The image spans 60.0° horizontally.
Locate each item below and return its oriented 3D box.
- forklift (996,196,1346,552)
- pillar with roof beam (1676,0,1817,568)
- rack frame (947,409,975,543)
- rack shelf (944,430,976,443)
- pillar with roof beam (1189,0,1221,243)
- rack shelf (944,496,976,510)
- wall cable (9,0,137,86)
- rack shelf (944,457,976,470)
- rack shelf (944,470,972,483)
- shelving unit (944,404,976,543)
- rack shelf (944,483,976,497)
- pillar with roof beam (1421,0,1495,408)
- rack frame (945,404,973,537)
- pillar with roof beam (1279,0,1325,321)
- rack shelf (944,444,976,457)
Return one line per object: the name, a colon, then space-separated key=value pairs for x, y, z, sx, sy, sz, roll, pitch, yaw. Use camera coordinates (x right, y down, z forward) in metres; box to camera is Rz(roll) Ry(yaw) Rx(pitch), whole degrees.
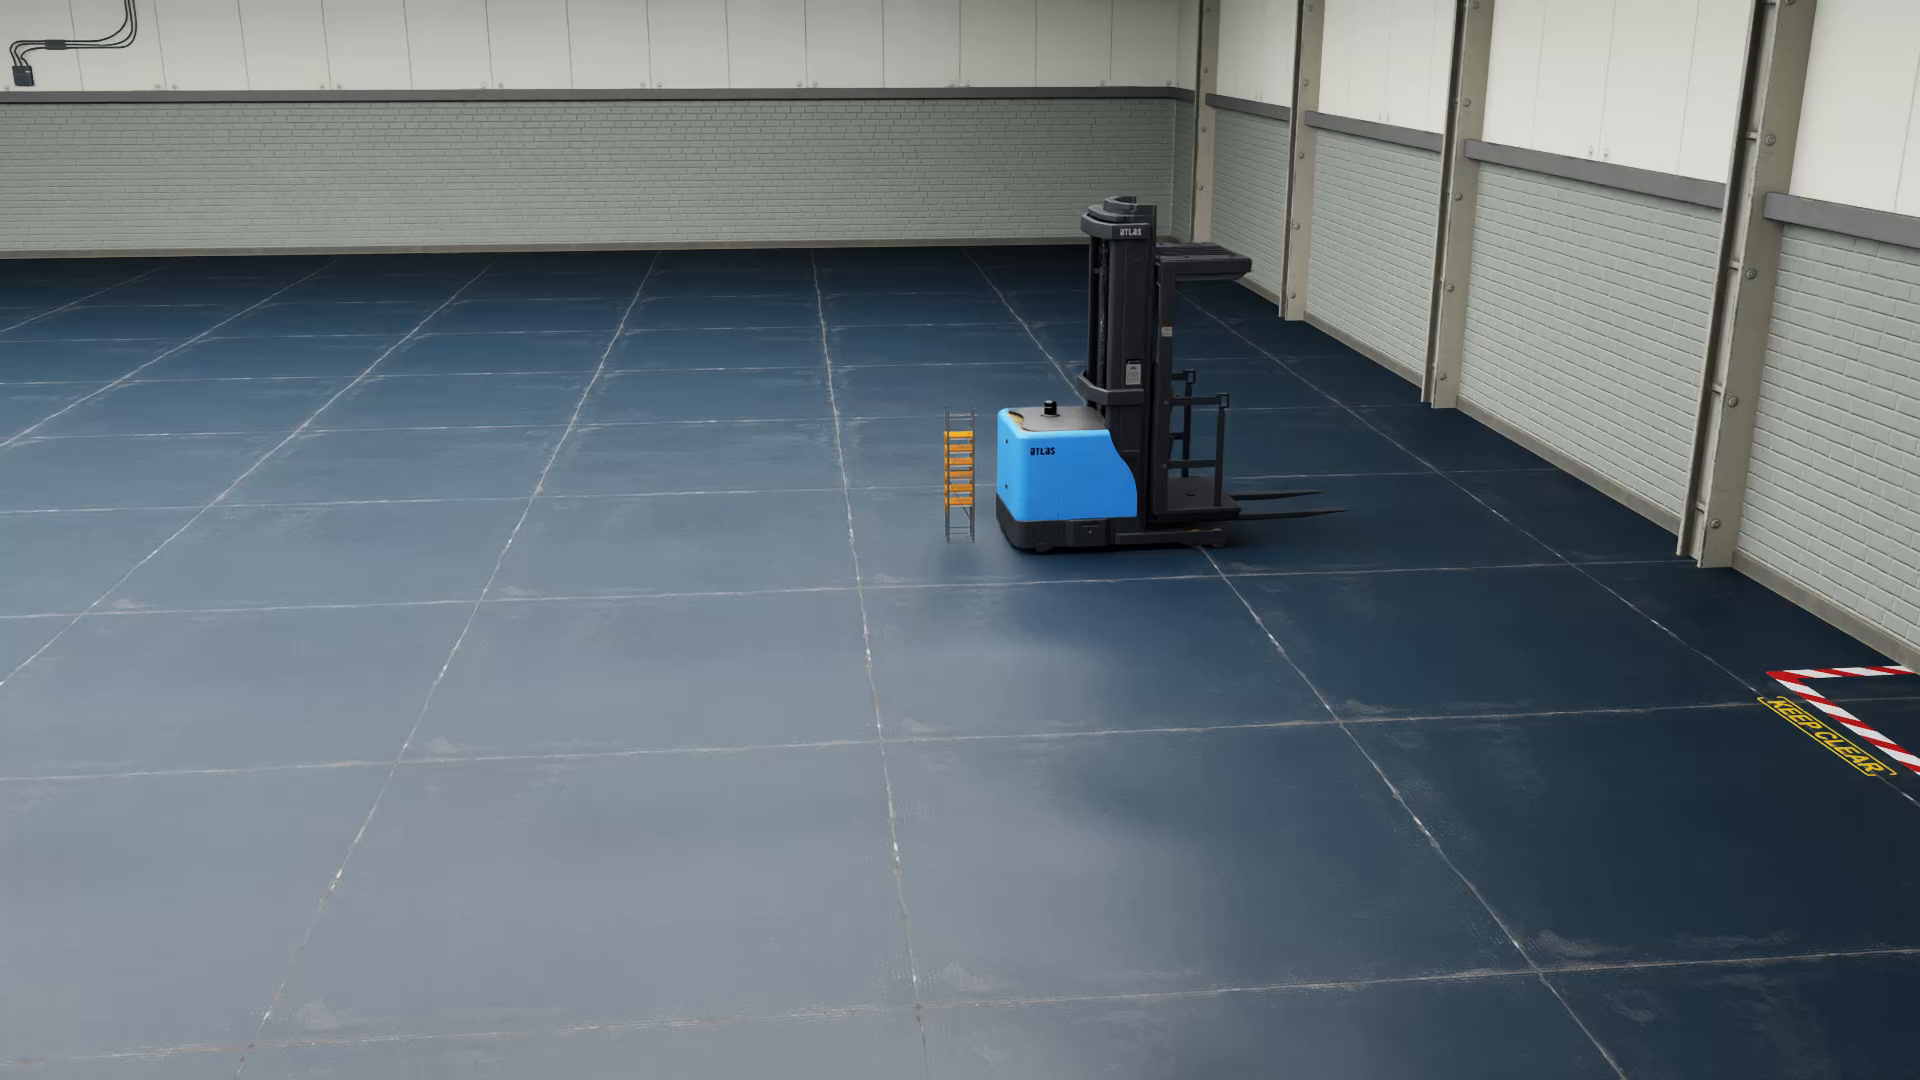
forklift: x=1.887 y=-1.479 z=14.493 sx=3.031 sy=2.935 sz=1.130 roll=-3 pitch=18 yaw=-9
pillar with roof beam: x=2.053 y=-3.991 z=12.367 sx=9.100 sy=9.000 sz=0.400 roll=-2 pitch=18 yaw=-6
rack frame: x=0.008 y=-0.550 z=14.424 sx=0.240 sy=1.200 sz=0.006 roll=-2 pitch=18 yaw=-6
rack shelf: x=-0.002 y=-0.878 z=14.417 sx=0.258 sy=0.103 sz=0.180 roll=-2 pitch=18 yaw=-6
pillar with roof beam: x=0.197 y=-9.354 z=29.449 sx=9.100 sy=9.000 sz=0.400 roll=-2 pitch=18 yaw=-6
rack shelf: x=-0.001 y=-0.305 z=14.596 sx=0.258 sy=0.103 sz=0.180 roll=-2 pitch=18 yaw=-6
wall cable: x=-16.397 y=-11.344 z=30.109 sx=2.305 sy=6.003 sz=0.169 roll=-2 pitch=18 yaw=-6
rack shelf: x=-0.002 y=-0.649 z=14.488 sx=0.258 sy=0.103 sz=0.180 roll=-2 pitch=18 yaw=-6
rack shelf: x=-0.002 y=-0.534 z=14.524 sx=0.258 sy=0.103 sz=0.180 roll=-2 pitch=18 yaw=-6
shelving unit: x=-0.002 y=-0.577 z=14.511 sx=0.258 sy=1.200 sz=0.189 roll=-2 pitch=18 yaw=-6
rack shelf: x=-0.002 y=-0.420 z=14.560 sx=0.258 sy=0.103 sz=0.180 roll=-2 pitch=18 yaw=-6
pillar with roof beam: x=1.435 y=-5.779 z=18.061 sx=9.100 sy=9.000 sz=0.400 roll=-2 pitch=18 yaw=-6
rack frame: x=-0.011 y=-0.604 z=14.598 sx=0.240 sy=1.200 sz=0.006 roll=-2 pitch=18 yaw=-6
pillar with roof beam: x=0.816 y=-7.567 z=23.755 sx=9.100 sy=9.000 sz=0.400 roll=-2 pitch=18 yaw=-6
rack shelf: x=-0.002 y=-0.763 z=14.453 sx=0.258 sy=0.103 sz=0.180 roll=-2 pitch=18 yaw=-6
